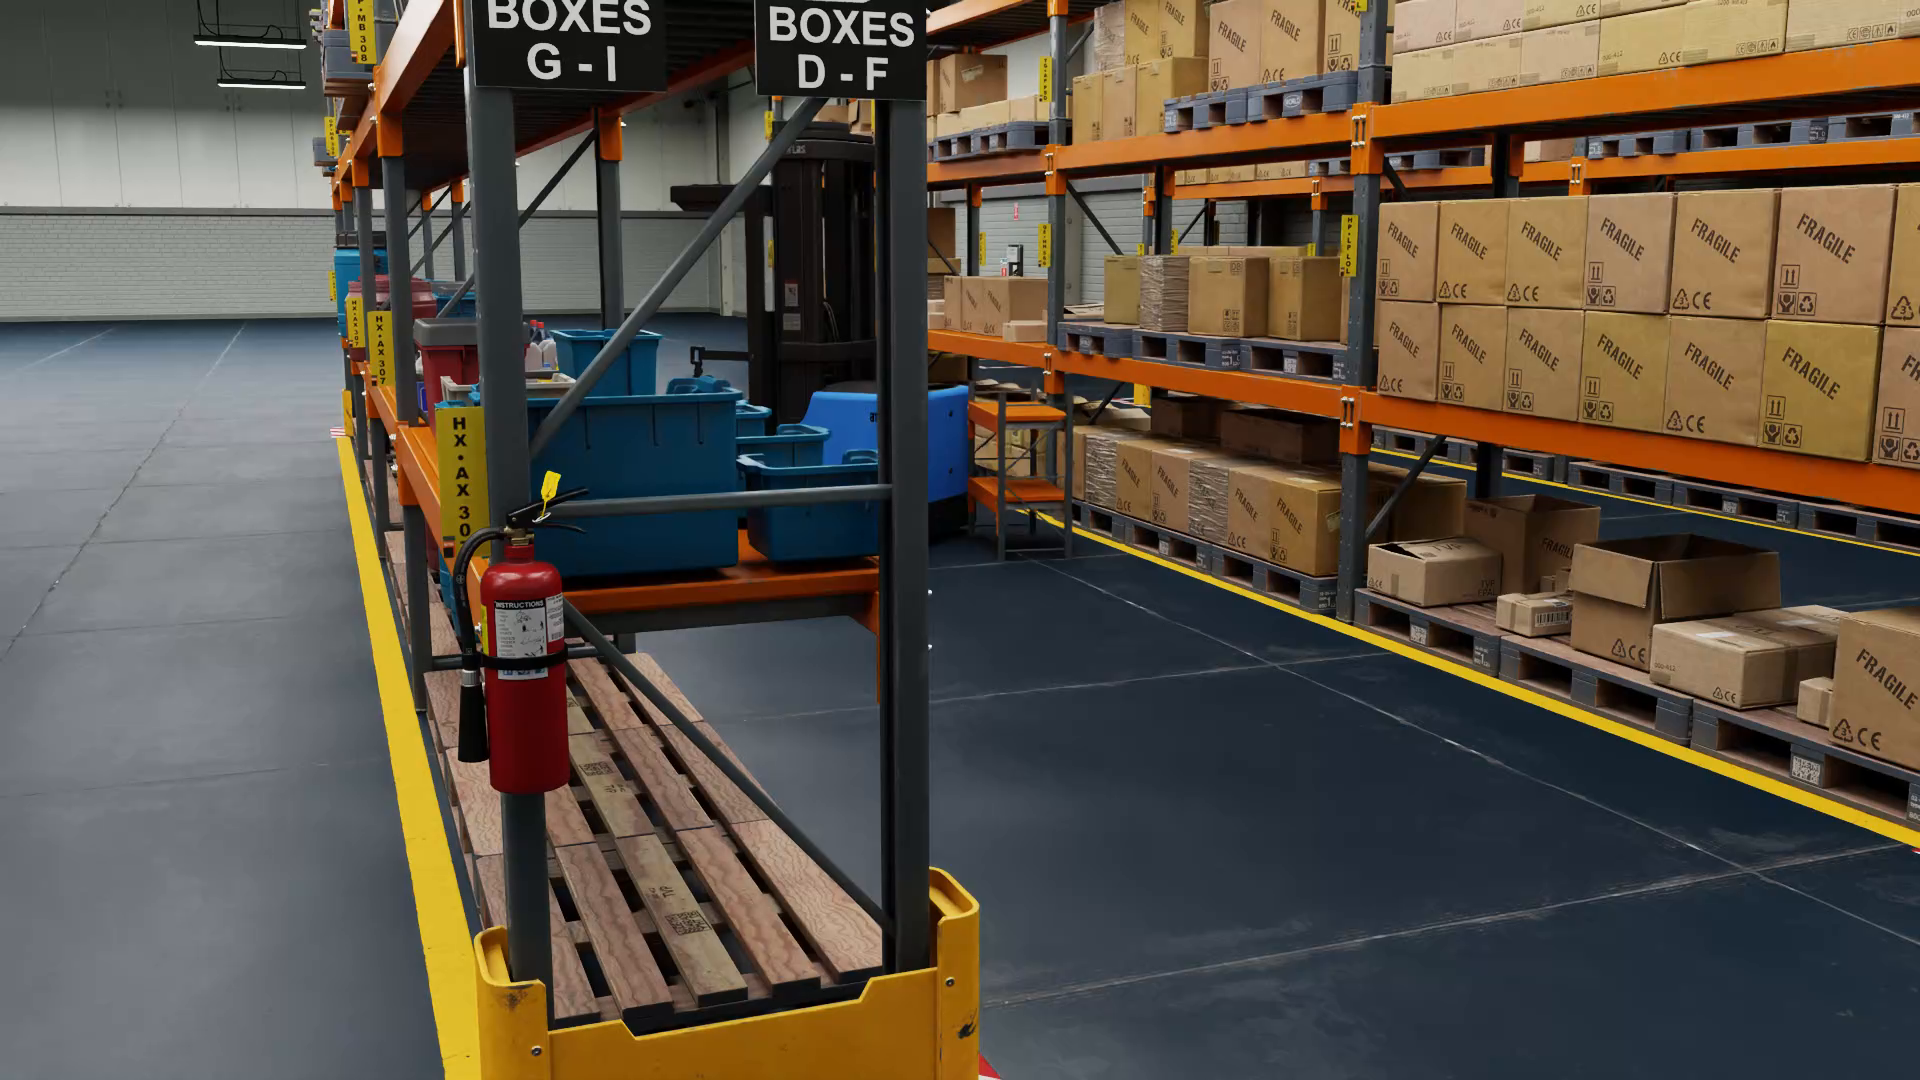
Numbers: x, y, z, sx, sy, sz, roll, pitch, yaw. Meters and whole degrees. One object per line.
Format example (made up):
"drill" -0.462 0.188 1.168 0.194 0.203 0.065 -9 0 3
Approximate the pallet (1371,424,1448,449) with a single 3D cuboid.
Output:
"pallet" 4.607 -1.167 17.881 1.003 0.211 1.213 -4 11 -21

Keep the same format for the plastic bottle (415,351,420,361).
"plastic bottle" -2.582 -0.754 7.927 0.061 0.283 0.133 -4 11 -21

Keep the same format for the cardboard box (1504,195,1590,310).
"cardboard box" 2.888 -1.325 7.664 0.500 0.500 0.500 -4 11 -23

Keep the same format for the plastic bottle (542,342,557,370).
"plastic bottle" -2.160 -0.923 8.896 0.152 0.276 0.135 -4 11 -21

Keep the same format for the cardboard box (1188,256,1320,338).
"cardboard box" 1.909 -1.587 10.792 0.700 0.500 0.500 -7 12 -35

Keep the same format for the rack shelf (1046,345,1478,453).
"rack shelf" 1.882 -1.019 11.137 1.077 0.370 4.000 -4 11 -21

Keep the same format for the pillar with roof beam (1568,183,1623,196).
"pillar with roof beam" 2.096 -4.962 14.120 9.100 9.000 0.400 -4 11 -21

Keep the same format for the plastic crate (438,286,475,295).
"plastic crate" -3.761 -1.700 12.732 0.402 0.464 0.583 -4 11 -21

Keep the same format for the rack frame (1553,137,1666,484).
"rack frame" 5.773 -2.014 14.680 1.000 3.000 0.127 -4 11 -21

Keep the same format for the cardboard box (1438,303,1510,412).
"cardboard box" 2.726 -0.912 8.196 0.500 0.500 0.500 -4 11 -20

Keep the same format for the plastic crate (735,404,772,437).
"plastic crate" -0.822 -0.303 5.366 0.416 0.233 0.300 -4 11 -21

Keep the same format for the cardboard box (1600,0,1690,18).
"cardboard box" 3.086 -2.355 7.031 0.500 0.250 0.500 -4 11 -21

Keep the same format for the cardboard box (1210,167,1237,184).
"cardboard box" 3.329 -4.525 19.887 0.500 0.500 0.500 -3 11 -17

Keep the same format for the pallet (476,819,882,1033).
"pallet" -0.825 1.156 4.819 1.003 0.211 1.213 -4 11 -21

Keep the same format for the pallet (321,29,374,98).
"pallet" -2.387 -2.238 7.913 1.213 0.211 1.003 -4 11 -21

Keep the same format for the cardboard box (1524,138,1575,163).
"cardboard box" 5.260 -3.558 14.988 0.500 0.311 0.500 -4 11 -21

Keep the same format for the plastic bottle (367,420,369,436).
"plastic bottle" -5.797 -1.126 16.421 0.097 0.201 0.097 0 10 0

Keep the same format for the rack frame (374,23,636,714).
"rack frame" -2.011 -0.733 7.475 1.000 3.000 0.127 -4 11 -21

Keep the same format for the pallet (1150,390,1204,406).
"pallet" 3.163 -1.800 21.437 1.003 0.211 1.213 -4 11 -21

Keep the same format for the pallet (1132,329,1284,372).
"pallet" 1.866 -1.288 11.143 1.003 0.211 1.213 -4 11 -21

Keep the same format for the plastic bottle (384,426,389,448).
"plastic bottle" -5.412 -1.038 15.498 0.144 0.351 0.185 -4 11 -22

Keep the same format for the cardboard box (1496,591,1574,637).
"cardboard box" 2.880 0.355 8.196 0.380 0.166 0.250 -4 11 -21

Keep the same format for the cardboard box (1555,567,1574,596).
"cardboard box" 3.349 0.258 8.326 0.500 0.311 0.500 -4 11 -21

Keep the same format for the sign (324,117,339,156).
"sign" -5.427 -3.487 14.366 0.100 0.325 0.005 -4 11 -21

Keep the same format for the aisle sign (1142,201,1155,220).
"aisle sign" 2.568 -4.593 21.752 0.394 0.787 0.004 -4 11 -21

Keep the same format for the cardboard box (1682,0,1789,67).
"cardboard box" 3.260 -2.027 6.613 0.500 0.250 0.500 -4 11 -21

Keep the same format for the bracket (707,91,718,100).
"bracket" -7.118 -12.793 47.868 0.235 0.232 0.430 -4 11 -21

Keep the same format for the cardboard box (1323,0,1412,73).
"cardboard box" 2.493 -2.916 9.410 0.600 0.600 0.600 -5 11 -26

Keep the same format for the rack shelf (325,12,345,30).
"rack shelf" -5.635 -4.768 16.224 1.077 0.370 4.000 -4 11 -21

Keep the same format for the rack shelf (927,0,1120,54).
"rack shelf" 0.432 -4.428 14.317 1.077 0.370 4.000 -4 11 -21

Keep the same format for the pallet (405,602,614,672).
"pallet" -2.252 0.511 8.442 1.003 0.211 1.213 -4 11 -21

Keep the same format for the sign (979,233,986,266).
"sign" 0.210 -2.919 16.688 0.100 0.325 0.005 -4 11 -21

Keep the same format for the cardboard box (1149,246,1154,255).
"cardboard box" 2.767 -3.528 21.421 0.500 0.500 0.500 -4 11 -21

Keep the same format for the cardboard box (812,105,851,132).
"cardboard box" -1.395 -4.519 18.308 0.500 0.500 0.500 -4 11 -21

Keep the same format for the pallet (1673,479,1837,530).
"pallet" 6.427 -0.309 13.056 1.003 0.211 1.213 -4 11 -21

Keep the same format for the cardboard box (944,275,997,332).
"cardboard box" 0.162 -2.189 15.377 0.500 0.500 0.500 -3 11 -17

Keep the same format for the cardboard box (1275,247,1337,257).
"cardboard box" 3.864 -3.030 18.620 0.500 0.500 0.500 -4 11 -21

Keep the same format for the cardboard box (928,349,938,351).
"cardboard box" -0.531 -1.833 18.173 0.500 0.500 0.500 -4 11 -21

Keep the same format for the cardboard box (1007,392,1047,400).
"cardboard box" 0.673 -1.185 15.069 0.500 0.311 0.500 -4 11 -22

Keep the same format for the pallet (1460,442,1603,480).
"pallet" 5.491 -0.769 15.642 1.003 0.211 1.213 -4 11 -21

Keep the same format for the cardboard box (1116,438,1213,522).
"cardboard box" 1.428 -0.426 11.630 0.500 0.500 0.500 -4 11 -22

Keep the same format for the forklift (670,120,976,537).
"forklift" -1.431 -1.556 12.300 3.031 2.935 1.130 5 11 27

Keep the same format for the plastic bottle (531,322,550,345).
"plastic bottle" -2.368 -1.055 9.429 0.144 0.351 0.185 -4 11 -21

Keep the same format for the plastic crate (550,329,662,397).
"plastic crate" -1.524 -0.700 7.164 0.392 0.384 0.575 -4 11 -21

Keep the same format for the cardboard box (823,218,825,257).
"cardboard box" -1.186 -3.440 18.703 0.700 0.500 0.500 -4 11 -21

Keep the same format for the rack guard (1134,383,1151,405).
"rack guard" 2.901 -2.077 22.170 1.175 0.500 0.348 -4 11 -21

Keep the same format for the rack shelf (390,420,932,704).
"rack shelf" -1.287 -0.052 5.703 1.077 0.370 4.000 -4 11 -21

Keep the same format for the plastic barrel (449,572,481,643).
"plastic barrel" -2.193 0.004 8.127 0.600 0.901 0.708 -4 11 -21

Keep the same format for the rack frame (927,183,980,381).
"rack frame" -0.292 -2.352 16.580 1.000 3.000 0.127 -4 11 -21

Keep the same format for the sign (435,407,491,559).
"sign" -1.069 -0.123 3.579 0.100 0.325 0.005 -4 11 -21

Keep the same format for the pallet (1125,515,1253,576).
"pallet" 1.831 -0.003 11.337 1.003 0.211 1.213 -4 11 -21

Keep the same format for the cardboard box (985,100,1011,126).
"cardboard box" 0.537 -3.558 14.023 0.500 0.250 0.500 -4 11 -22

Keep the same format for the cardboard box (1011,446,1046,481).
"cardboard box" 0.739 -0.623 13.509 0.500 0.250 0.500 -4 11 -20

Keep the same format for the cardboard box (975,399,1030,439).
"cardboard box" 0.363 -1.065 14.396 0.500 0.311 0.500 -4 11 -21

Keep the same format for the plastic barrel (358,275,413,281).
"plastic barrel" -4.768 -1.935 13.848 0.433 0.535 0.433 0 10 0

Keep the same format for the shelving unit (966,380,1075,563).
"shelving unit" 0.403 -0.497 11.502 0.538 1.125 1.048 -2 10 -11

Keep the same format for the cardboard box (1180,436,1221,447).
"cardboard box" 1.902 -0.463 11.840 0.500 0.500 0.500 -4 11 -23

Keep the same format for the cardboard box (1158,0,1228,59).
"cardboard box" 1.679 -3.480 11.212 0.500 0.500 0.500 -4 11 -21

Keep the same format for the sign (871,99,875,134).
"sign" -0.809 -4.087 16.065 0.100 0.325 0.005 -4 11 -21
